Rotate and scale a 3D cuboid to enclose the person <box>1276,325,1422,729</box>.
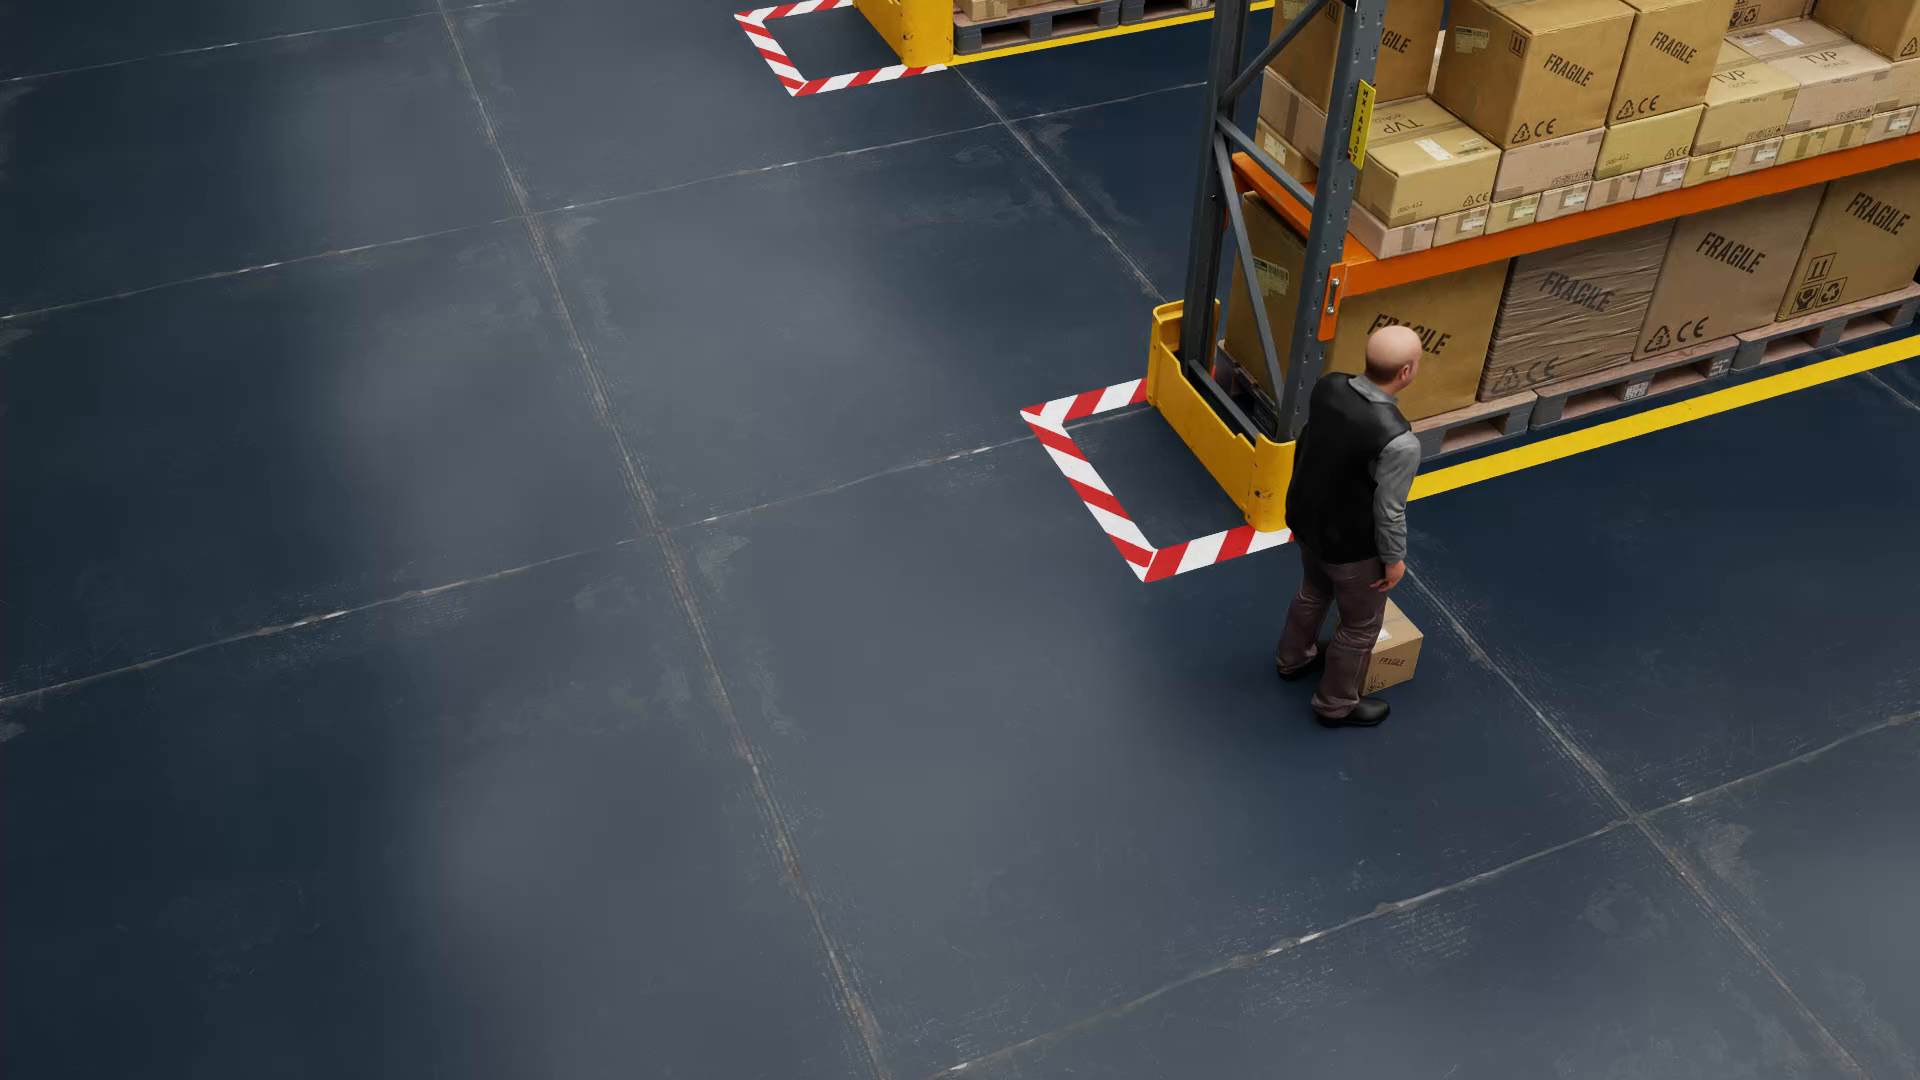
[{"bbox_3d":[1.458,-0.047,6.232,0.374,1.719,0.580,-17,44,-19],"label":"person"}]
